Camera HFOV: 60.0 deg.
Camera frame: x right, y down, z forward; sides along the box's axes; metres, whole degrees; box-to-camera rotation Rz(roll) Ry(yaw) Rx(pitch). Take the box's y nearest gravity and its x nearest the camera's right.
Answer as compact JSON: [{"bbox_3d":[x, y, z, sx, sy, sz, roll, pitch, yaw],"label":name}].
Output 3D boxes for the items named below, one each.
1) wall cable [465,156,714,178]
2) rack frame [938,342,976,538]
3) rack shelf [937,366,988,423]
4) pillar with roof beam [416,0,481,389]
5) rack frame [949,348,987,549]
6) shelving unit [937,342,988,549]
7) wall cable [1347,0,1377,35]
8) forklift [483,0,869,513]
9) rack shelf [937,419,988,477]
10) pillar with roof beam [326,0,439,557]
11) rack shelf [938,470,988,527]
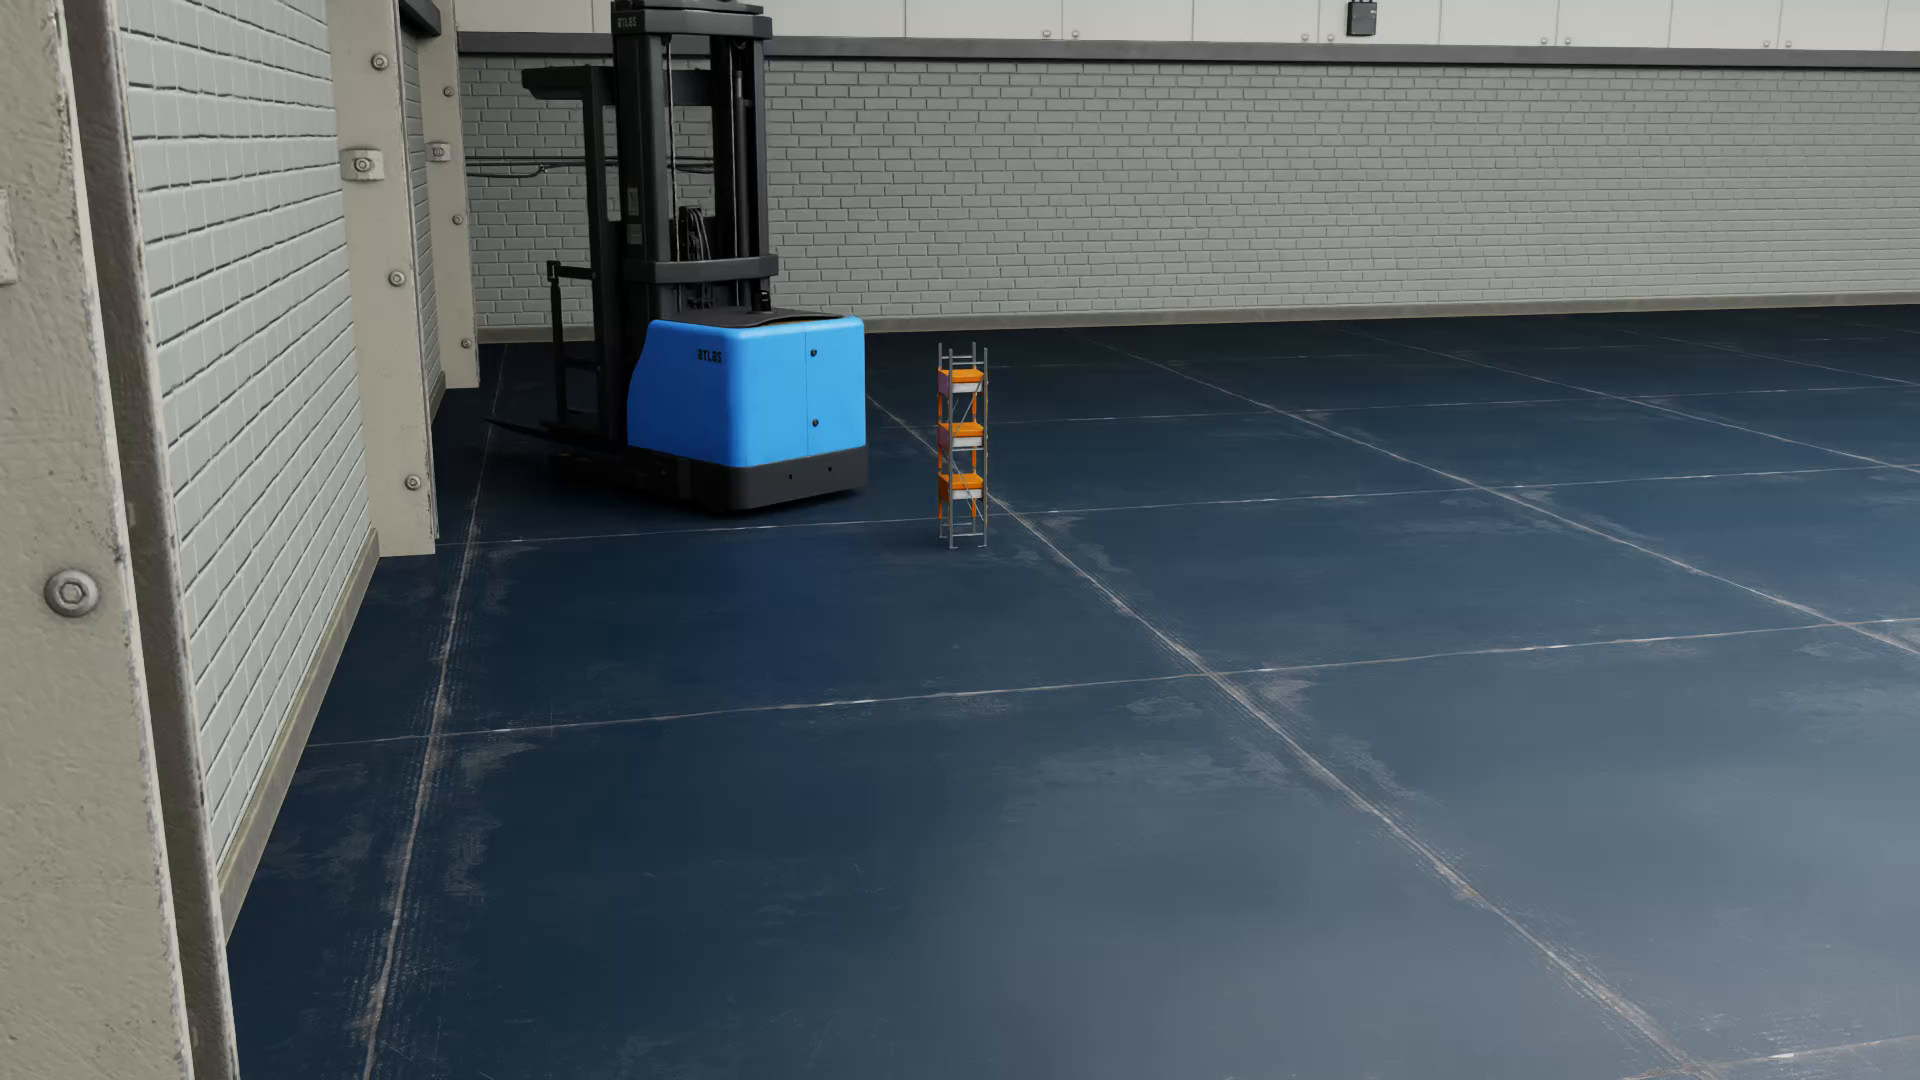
[{"bbox_3d":[-3.741,-4.966,16.834,3.097,2.526,0.112,-3,14,-13],"label":"wall cable"},{"bbox_3d":[-0.016,-0.526,8.867,0.200,1.050,0.008,-3,14,-13],"label":"rack frame"},{"bbox_3d":[0.013,-0.763,8.687,0.215,0.259,0.240,-3,14,-13],"label":"rack shelf"},{"bbox_3d":[-0.150,-5.961,14.365,9.100,9.000,0.400,-3,14,-13],"label":"pillar with roof beam"},{"bbox_3d":[0.041,-0.470,8.637,0.200,1.050,0.008,-3,14,-13],"label":"rack frame"},{"bbox_3d":[0.013,-0.498,8.752,0.215,1.050,0.252,-3,14,-13],"label":"shelving unit"},{"bbox_3d":[5.491,-8.652,18.213,2.305,6.003,0.169,-3,14,-13],"label":"wall cable"},{"bbox_3d":[-1.957,-1.853,10.335,3.031,2.935,1.130,13,19,42],"label":"forklift"},{"bbox_3d":[0.013,-0.487,8.754,0.215,0.259,0.240,-3,14,-13],"label":"rack shelf"},{"bbox_3d":[1.260,-4.577,8.699,9.100,9.000,0.400,-3,14,-13],"label":"pillar with roof beam"},{"bbox_3d":[0.013,-0.217,8.820,0.215,0.259,0.240,-3,14,-13],"label":"rack shelf"}]
